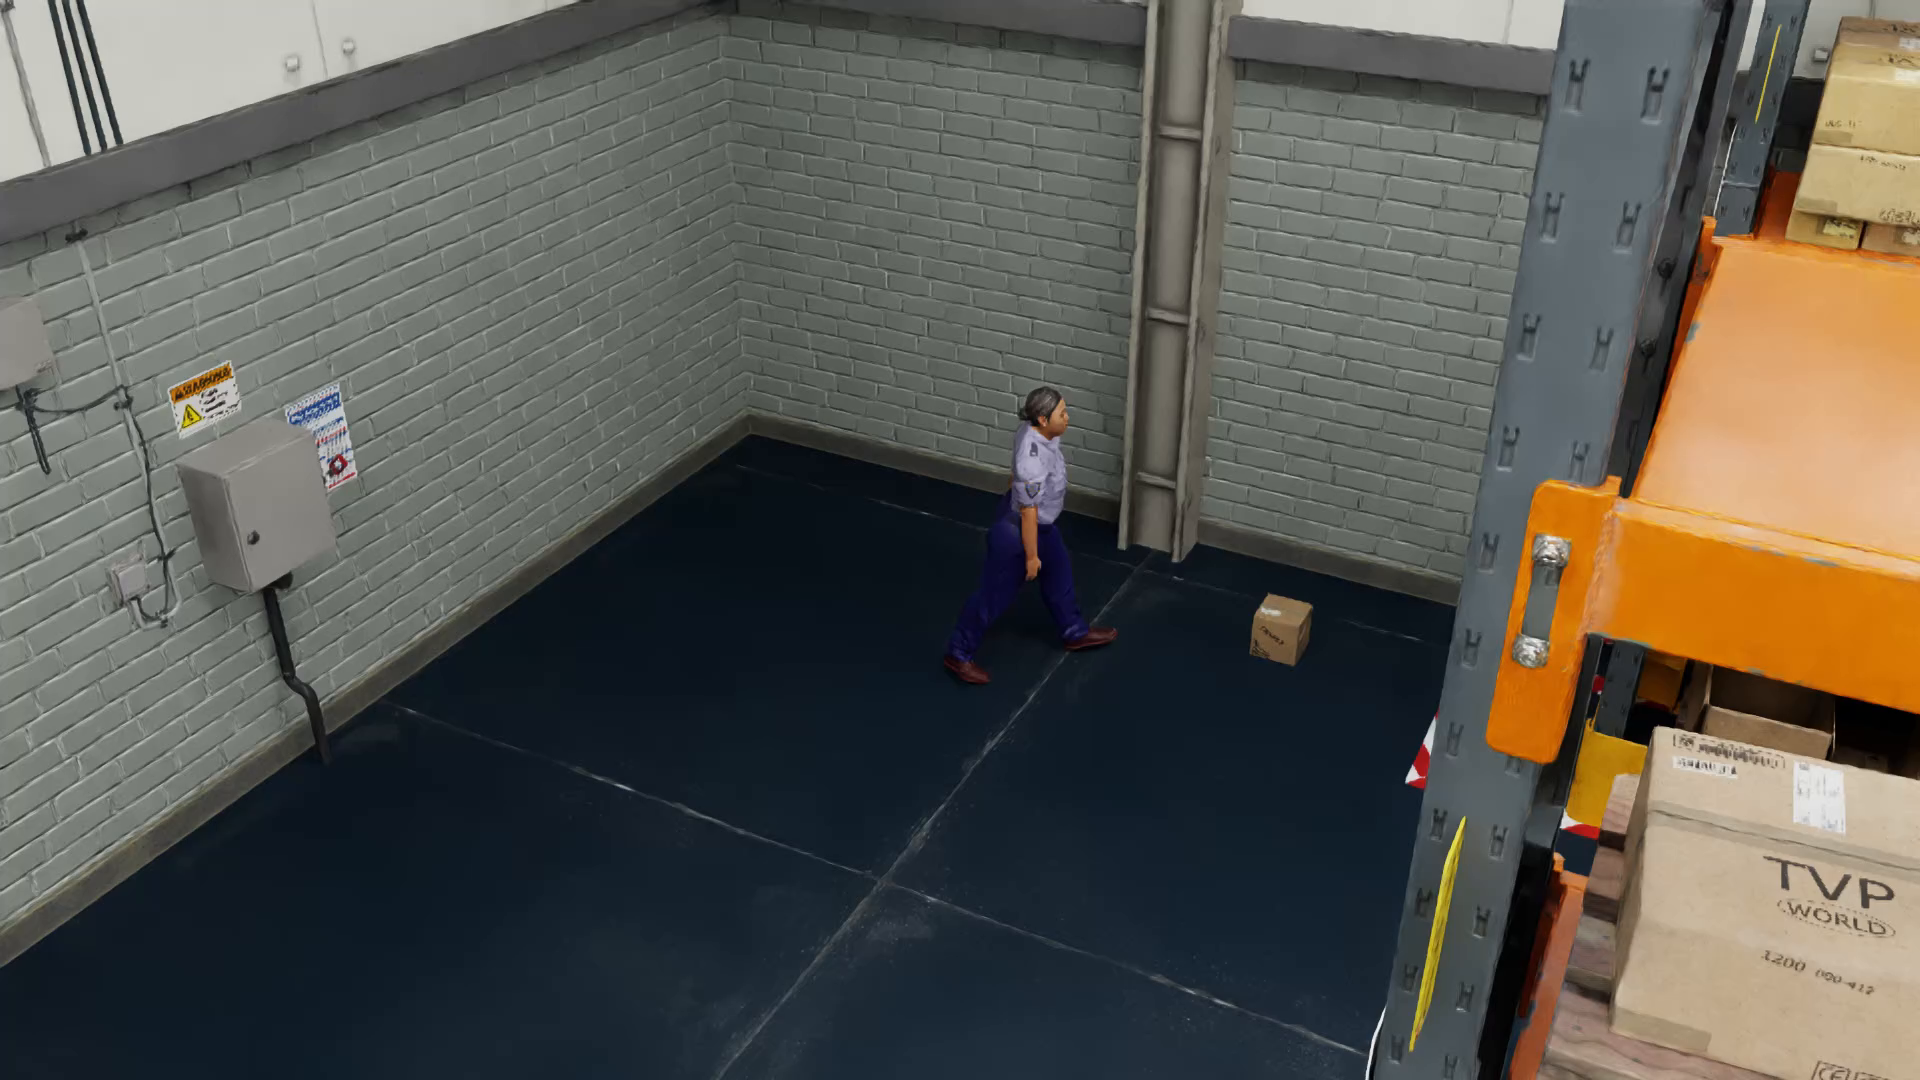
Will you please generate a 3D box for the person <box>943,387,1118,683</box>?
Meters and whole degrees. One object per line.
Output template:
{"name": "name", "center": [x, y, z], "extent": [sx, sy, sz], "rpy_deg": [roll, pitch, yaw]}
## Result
{"name": "person", "center": [0.370, -0.037, 8.395], "extent": [0.909, 1.584, 0.522], "rpy_deg": [3, 30, 6]}
